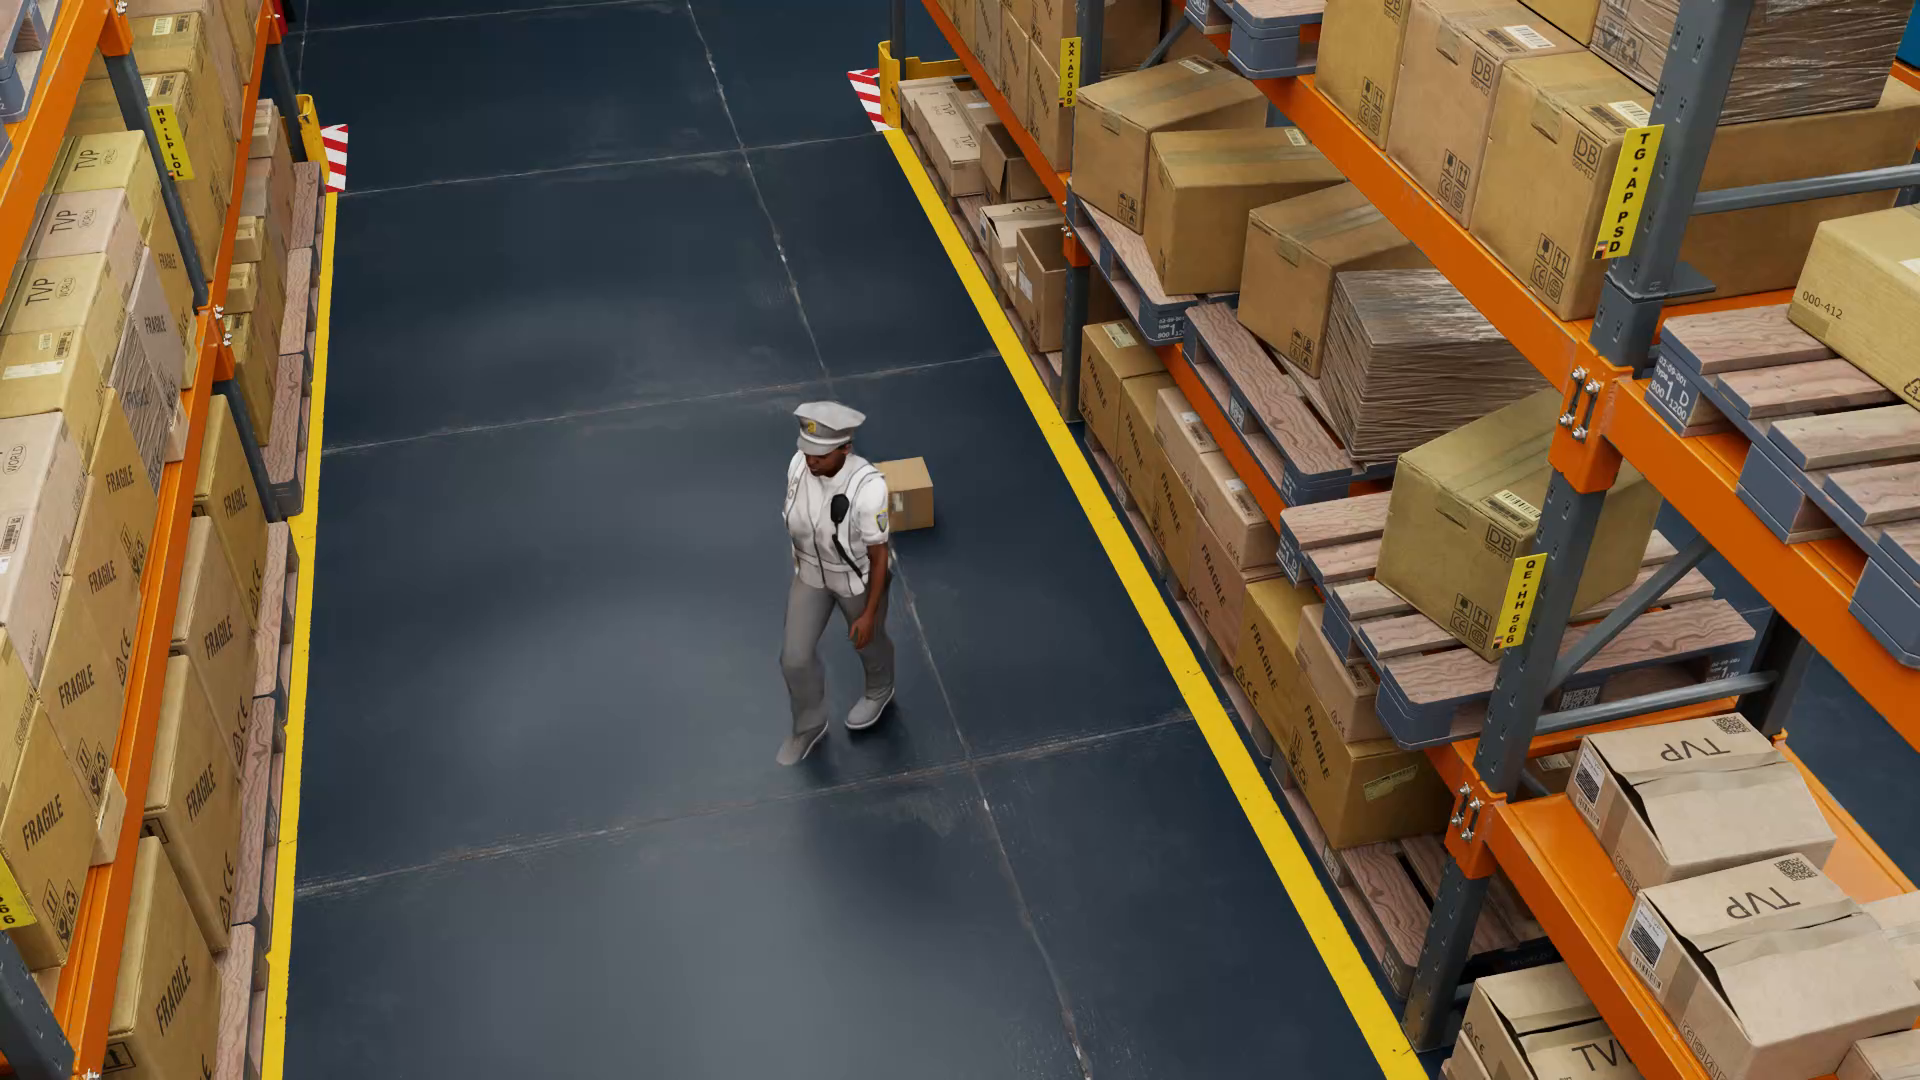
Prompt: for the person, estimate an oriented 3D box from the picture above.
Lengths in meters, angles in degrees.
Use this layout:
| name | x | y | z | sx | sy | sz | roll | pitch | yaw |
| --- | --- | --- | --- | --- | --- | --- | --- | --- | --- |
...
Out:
| name | x | y | z | sx | sy | sz | roll | pitch | yaw |
| --- | --- | --- | --- | --- | --- | --- | --- | --- | --- |
| person | -0.460 | 0.183 | 6.498 | 0.469 | 1.744 | 0.568 | 17 | 41 | 20 |
